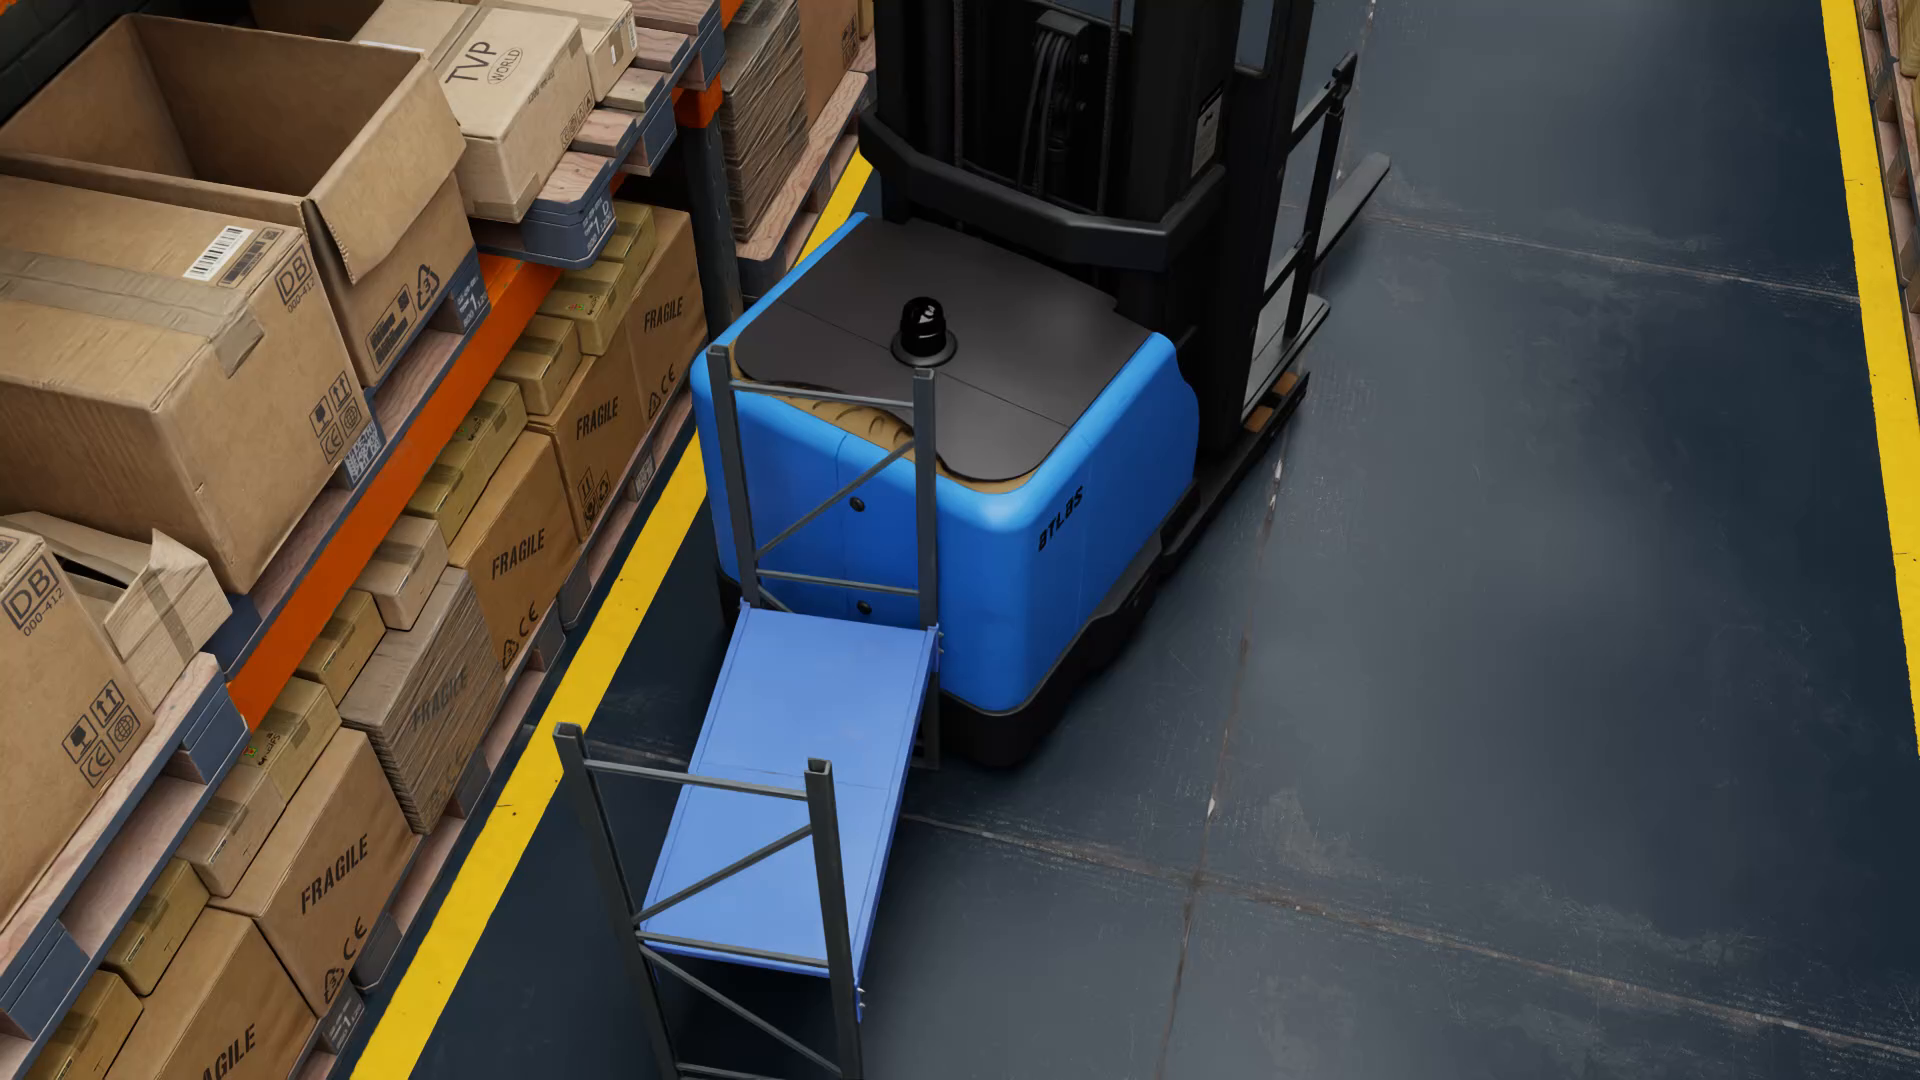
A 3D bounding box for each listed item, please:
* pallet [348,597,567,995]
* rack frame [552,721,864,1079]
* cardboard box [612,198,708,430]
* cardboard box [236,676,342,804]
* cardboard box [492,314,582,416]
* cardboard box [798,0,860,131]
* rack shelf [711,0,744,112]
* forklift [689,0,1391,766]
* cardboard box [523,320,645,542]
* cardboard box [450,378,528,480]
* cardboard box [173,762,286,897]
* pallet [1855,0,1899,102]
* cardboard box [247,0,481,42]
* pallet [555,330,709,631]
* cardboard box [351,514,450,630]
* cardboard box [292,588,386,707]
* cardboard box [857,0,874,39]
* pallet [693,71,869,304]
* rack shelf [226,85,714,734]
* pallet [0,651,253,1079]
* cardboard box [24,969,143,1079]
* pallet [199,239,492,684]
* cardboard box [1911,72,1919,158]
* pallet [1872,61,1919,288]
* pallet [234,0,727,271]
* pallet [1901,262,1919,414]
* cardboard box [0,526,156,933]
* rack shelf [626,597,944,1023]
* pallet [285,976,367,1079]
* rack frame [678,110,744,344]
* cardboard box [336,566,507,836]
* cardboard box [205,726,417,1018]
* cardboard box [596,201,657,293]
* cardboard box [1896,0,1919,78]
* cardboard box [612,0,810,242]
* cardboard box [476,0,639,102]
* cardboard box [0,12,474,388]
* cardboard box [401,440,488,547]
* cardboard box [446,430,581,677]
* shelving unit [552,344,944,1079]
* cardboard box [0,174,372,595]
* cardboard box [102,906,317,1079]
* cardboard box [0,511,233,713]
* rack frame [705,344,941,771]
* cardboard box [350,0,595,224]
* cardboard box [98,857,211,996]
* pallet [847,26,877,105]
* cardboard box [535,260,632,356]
[{"bbox_3d":[-1.809,0.558,4.617,1.003,0.211,1.213,12,50,10],"label":"pallet"},{"bbox_3d":[-0.474,0.862,3.489,0.500,1.500,0.032,7,49,6],"label":"rack frame"},{"bbox_3d":[-1.157,-0.740,5.290,0.500,0.500,0.500,13,50,11],"label":"cardboard box"},{"bbox_3d":[-1.671,0.426,3.828,0.380,0.149,0.250,13,50,11],"label":"cardboard box"},{"bbox_3d":[-1.292,-0.511,4.655,0.380,0.149,0.250,10,49,9],"label":"cardboard box"},{"bbox_3d":[-0.911,-2.053,6.365,0.875,0.625,0.625,13,50,11],"label":"cardboard box"},{"bbox_3d":[-0.726,-2.986,6.364,1.077,0.370,4.000,12,50,10],"label":"rack shelf"},{"bbox_3d":[0.511,-1.433,4.560,1.130,2.935,3.031,26,53,21],"label":"forklift"},{"bbox_3d":[-1.298,-0.381,4.972,0.500,0.500,0.500,11,49,9],"label":"cardboard box"},{"bbox_3d":[-1.405,-0.329,4.494,0.380,0.149,0.250,13,50,11],"label":"cardboard box"},{"bbox_3d":[-1.739,0.605,3.670,0.380,0.149,0.250,11,50,10],"label":"cardboard box"},{"bbox_3d":[4.386,-2.207,7.057,1.003,0.211,1.213,12,50,10],"label":"pallet"},{"bbox_3d":[-1.539,-1.608,4.321,0.500,0.500,0.500,14,50,12],"label":"cardboard box"},{"bbox_3d":[-1.486,-0.322,5.393,1.003,0.211,1.213,12,50,10],"label":"pallet"},{"bbox_3d":[-1.514,0.057,4.153,0.380,0.149,0.250,9,49,8],"label":"cardboard box"},{"bbox_3d":[-1.628,0.225,4.005,0.380,0.149,0.250,12,50,10],"label":"cardboard box"},{"bbox_3d":[-0.734,-2.540,6.795,0.875,0.625,0.625,10,49,8],"label":"cardboard box"},{"bbox_3d":[-0.998,-1.442,6.382,1.003,0.211,1.213,12,50,10],"label":"pallet"},{"bbox_3d":[-1.779,-0.092,3.811,1.077,0.370,4.000,12,50,10],"label":"rack shelf"},{"bbox_3d":[-1.990,0.623,2.827,1.003,0.211,1.213,12,50,10],"label":"pallet"},{"bbox_3d":[-1.900,0.979,3.339,0.380,0.149,0.250,9,49,8],"label":"cardboard box"},{"bbox_3d":[-1.760,-0.306,3.647,1.003,0.211,1.213,12,50,10],"label":"pallet"},{"bbox_3d":[4.087,-1.559,6.098,0.950,0.372,0.625,13,50,11],"label":"cardboard box"},{"bbox_3d":[4.067,-1.322,6.276,1.003,0.211,1.213,12,50,10],"label":"pallet"},{"bbox_3d":[-1.363,-1.209,4.445,1.213,0.211,1.003,12,50,10],"label":"pallet"},{"bbox_3d":[3.744,-0.442,5.500,1.003,0.211,1.213,12,50,10],"label":"pallet"},{"bbox_3d":[-1.826,0.264,2.670,0.700,0.500,0.500,12,50,10],"label":"cardboard box"},{"bbox_3d":[-0.389,0.605,3.955,0.538,0.185,1.000,7,49,6],"label":"rack shelf"},{"bbox_3d":[-2.128,1.443,3.835,1.003,0.211,1.213,12,50,10],"label":"pallet"},{"bbox_3d":[-1.253,-1.777,4.818,1.000,3.000,0.127,12,50,10],"label":"rack frame"},{"bbox_3d":[-1.552,0.378,4.303,0.500,0.500,0.500,10,49,9],"label":"cardboard box"},{"bbox_3d":[-1.695,0.752,3.973,0.500,0.500,0.500,10,49,9],"label":"cardboard box"},{"bbox_3d":[-1.138,-0.896,4.995,0.380,0.149,0.250,9,49,8],"label":"cardboard box"},{"bbox_3d":[4.268,-2.062,6.542,0.950,0.372,0.625,14,50,12],"label":"cardboard box"},{"bbox_3d":[-1.075,-1.579,5.946,0.875,0.625,0.625,13,50,11],"label":"cardboard box"},{"bbox_3d":[-1.055,-1.282,4.268,0.380,0.149,0.250,12,50,11],"label":"cardboard box"},{"bbox_3d":[-1.504,-0.733,3.547,0.797,0.503,0.637,11,49,9],"label":"cardboard box"},{"bbox_3d":[-1.471,-0.148,4.335,0.380,0.149,0.250,11,49,9],"label":"cardboard box"},{"bbox_3d":[-1.434,-0.001,4.638,0.500,0.500,0.500,14,50,12],"label":"cardboard box"},{"bbox_3d":[-0.389,0.486,3.821,0.538,1.500,1.048,7,49,6],"label":"shelving unit"},{"bbox_3d":[-1.620,-0.304,3.171,0.700,0.500,0.500,11,50,10],"label":"cardboard box"},{"bbox_3d":[-1.830,1.112,3.655,0.500,0.500,0.500,11,49,10],"label":"cardboard box"},{"bbox_3d":[-1.570,0.093,2.977,0.396,0.266,0.258,14,50,12],"label":"cardboard box"},{"bbox_3d":[-0.304,0.110,4.152,0.500,1.500,0.032,7,49,6],"label":"rack frame"},{"bbox_3d":[-1.218,-1.039,3.987,0.500,0.250,0.500,9,49,8],"label":"cardboard box"},{"bbox_3d":[-1.841,0.778,3.517,0.380,0.149,0.250,11,49,9],"label":"cardboard box"},{"bbox_3d":[-0.675,-2.322,7.158,1.003,0.211,1.213,12,50,10],"label":"pallet"},{"bbox_3d":[-1.180,-0.693,4.815,0.380,0.149,0.250,9,49,8],"label":"cardboard box"}]
